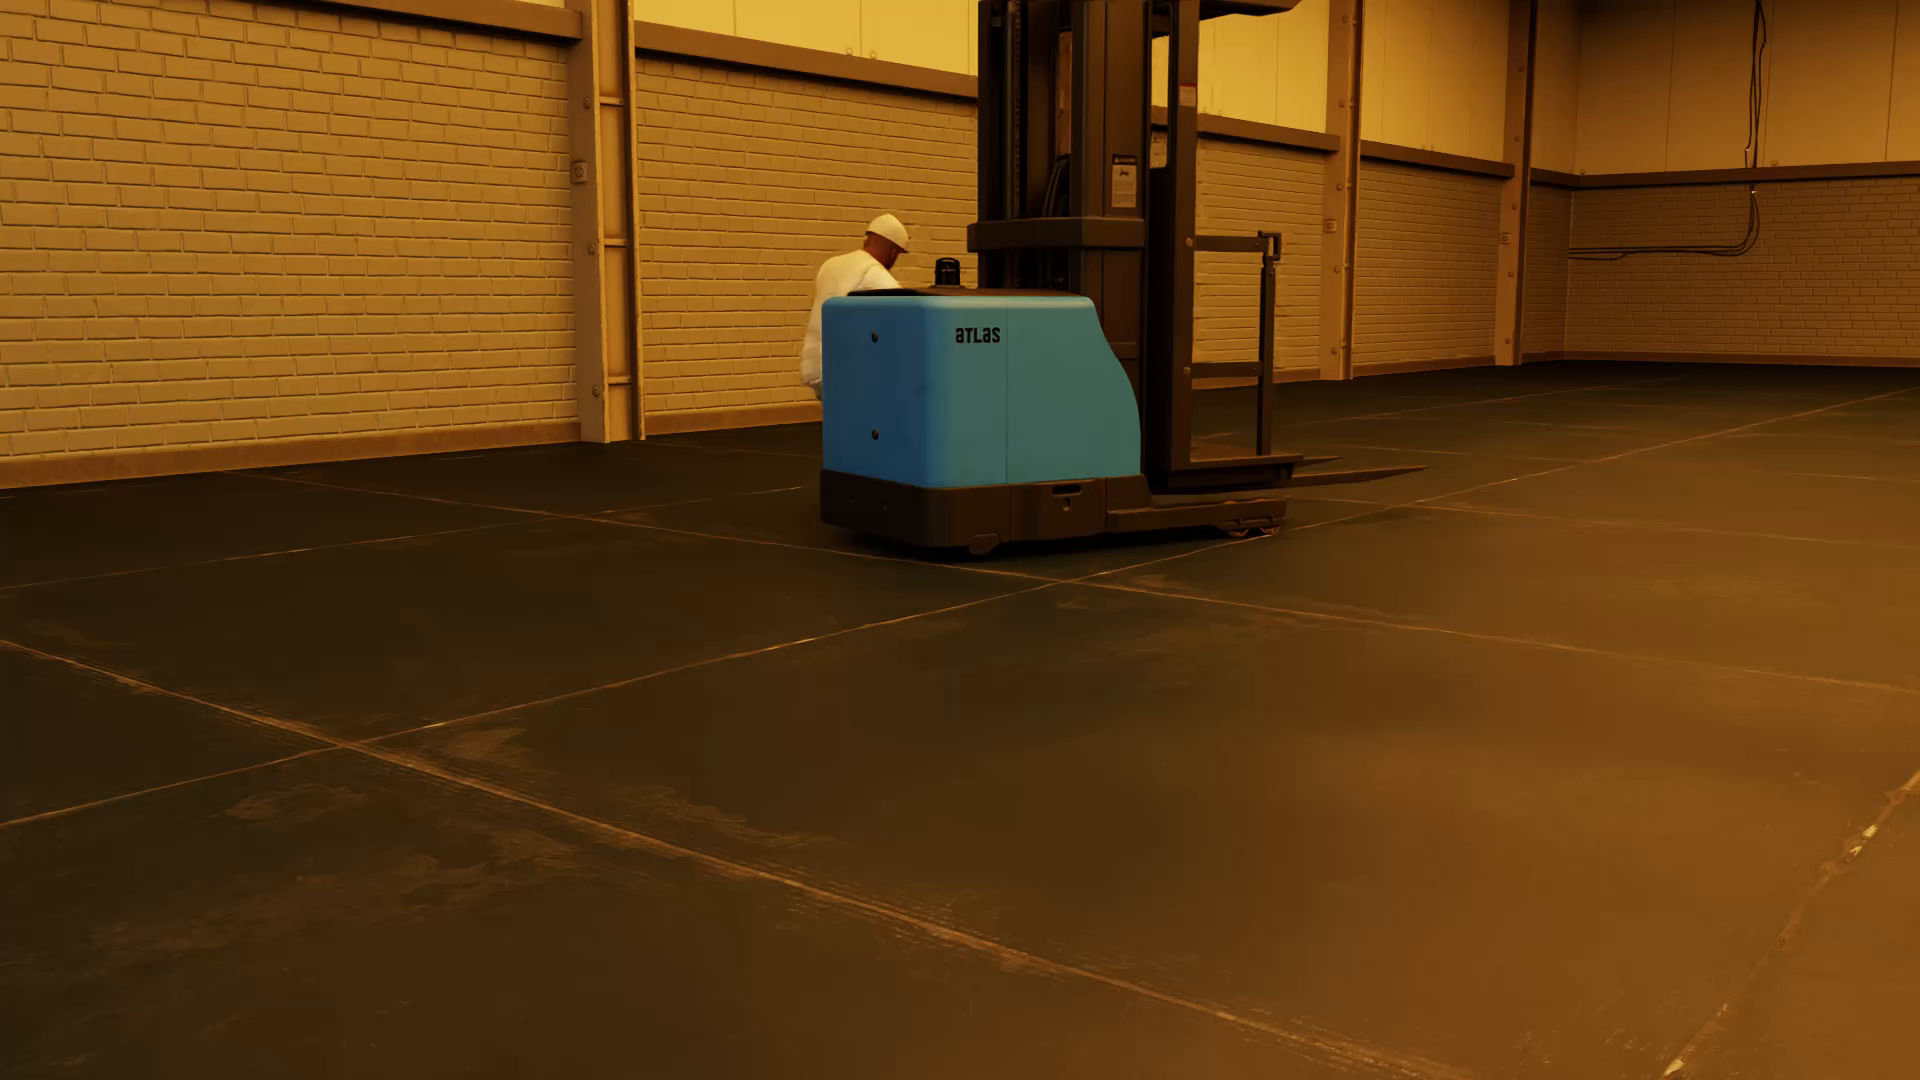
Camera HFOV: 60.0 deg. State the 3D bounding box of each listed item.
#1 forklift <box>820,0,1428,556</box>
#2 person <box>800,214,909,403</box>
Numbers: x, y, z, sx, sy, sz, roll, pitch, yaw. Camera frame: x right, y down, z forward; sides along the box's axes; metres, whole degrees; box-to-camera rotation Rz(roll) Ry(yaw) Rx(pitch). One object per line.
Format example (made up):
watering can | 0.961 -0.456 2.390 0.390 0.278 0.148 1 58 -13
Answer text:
forklift | 0.895 -1.521 7.678 3.031 2.935 1.130 -5 10 -31
person | -0.384 -0.893 8.338 0.799 1.466 1.580 -6 10 -33
